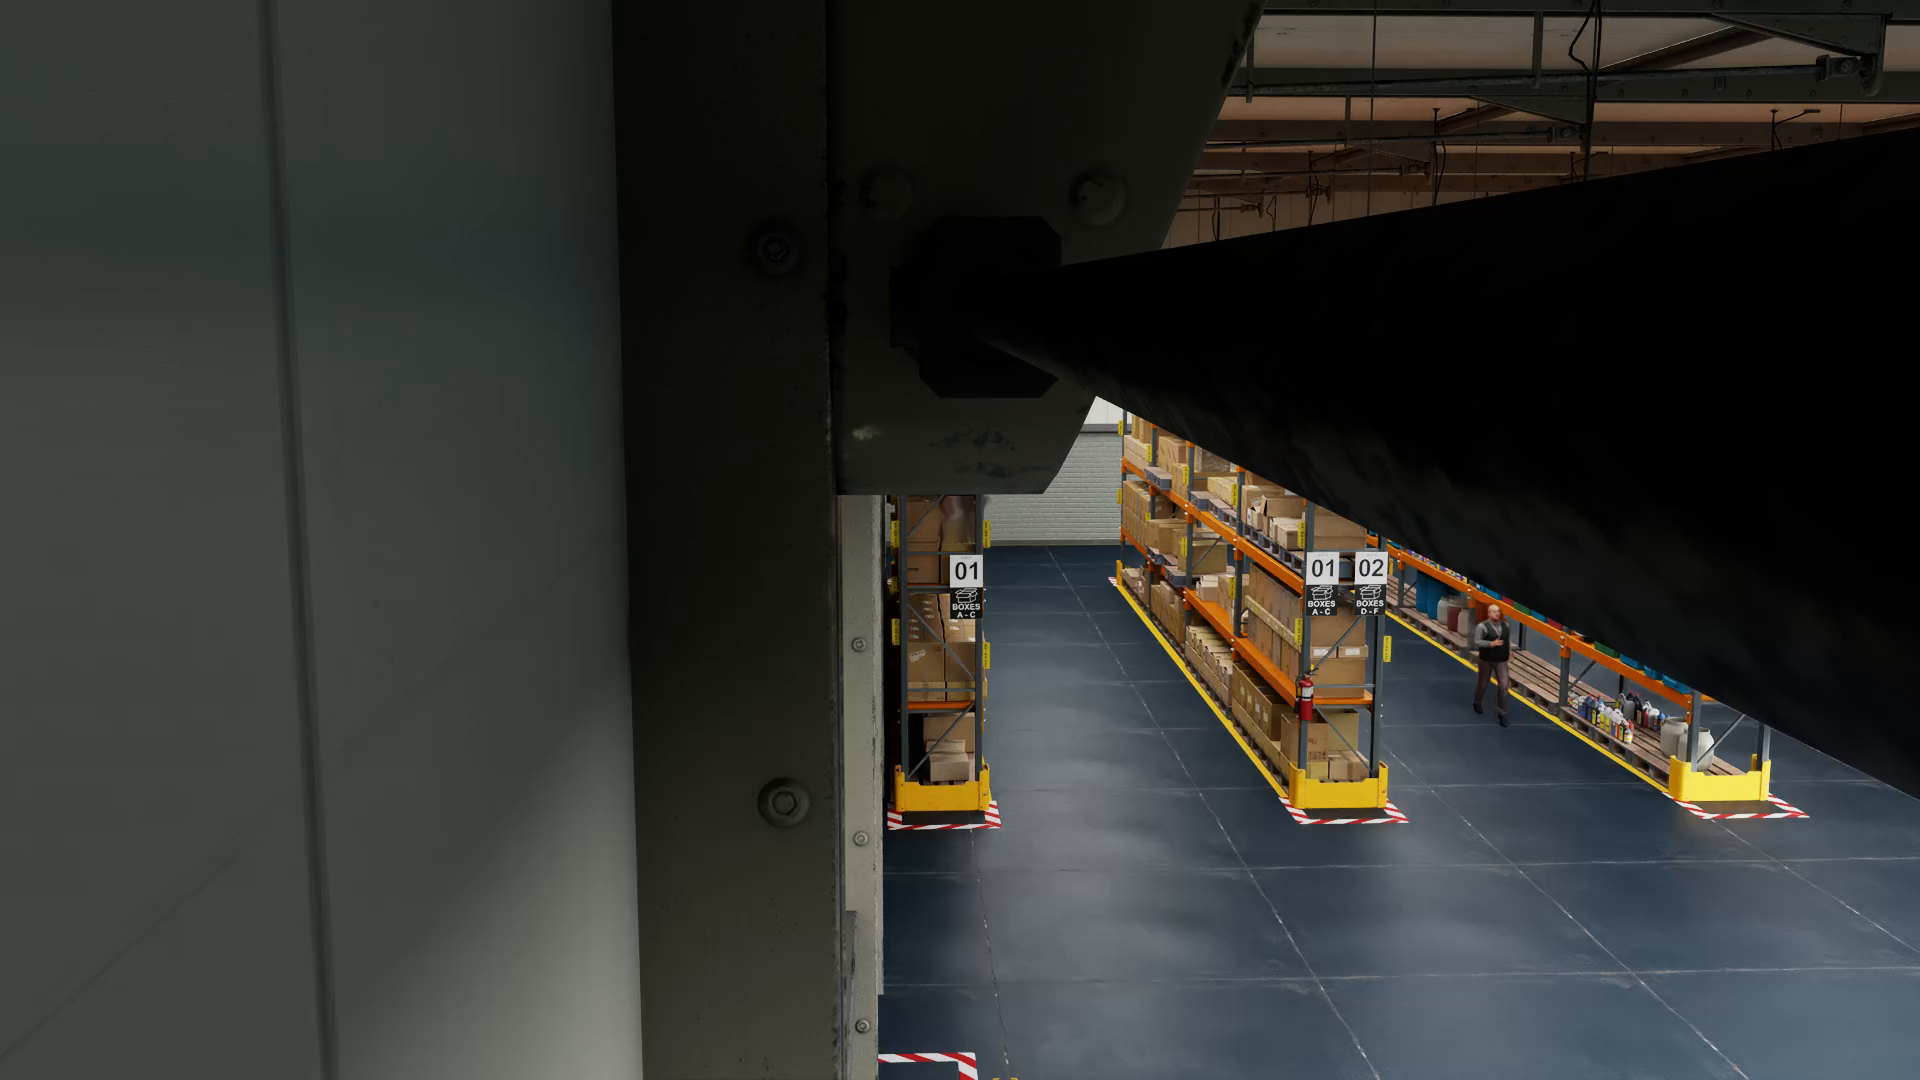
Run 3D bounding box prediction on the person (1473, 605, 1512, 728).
[{"bbox_3d":[7.925,1.833,24.741,0.635,1.767,0.840,0,8,-3],"label":"person"}]
